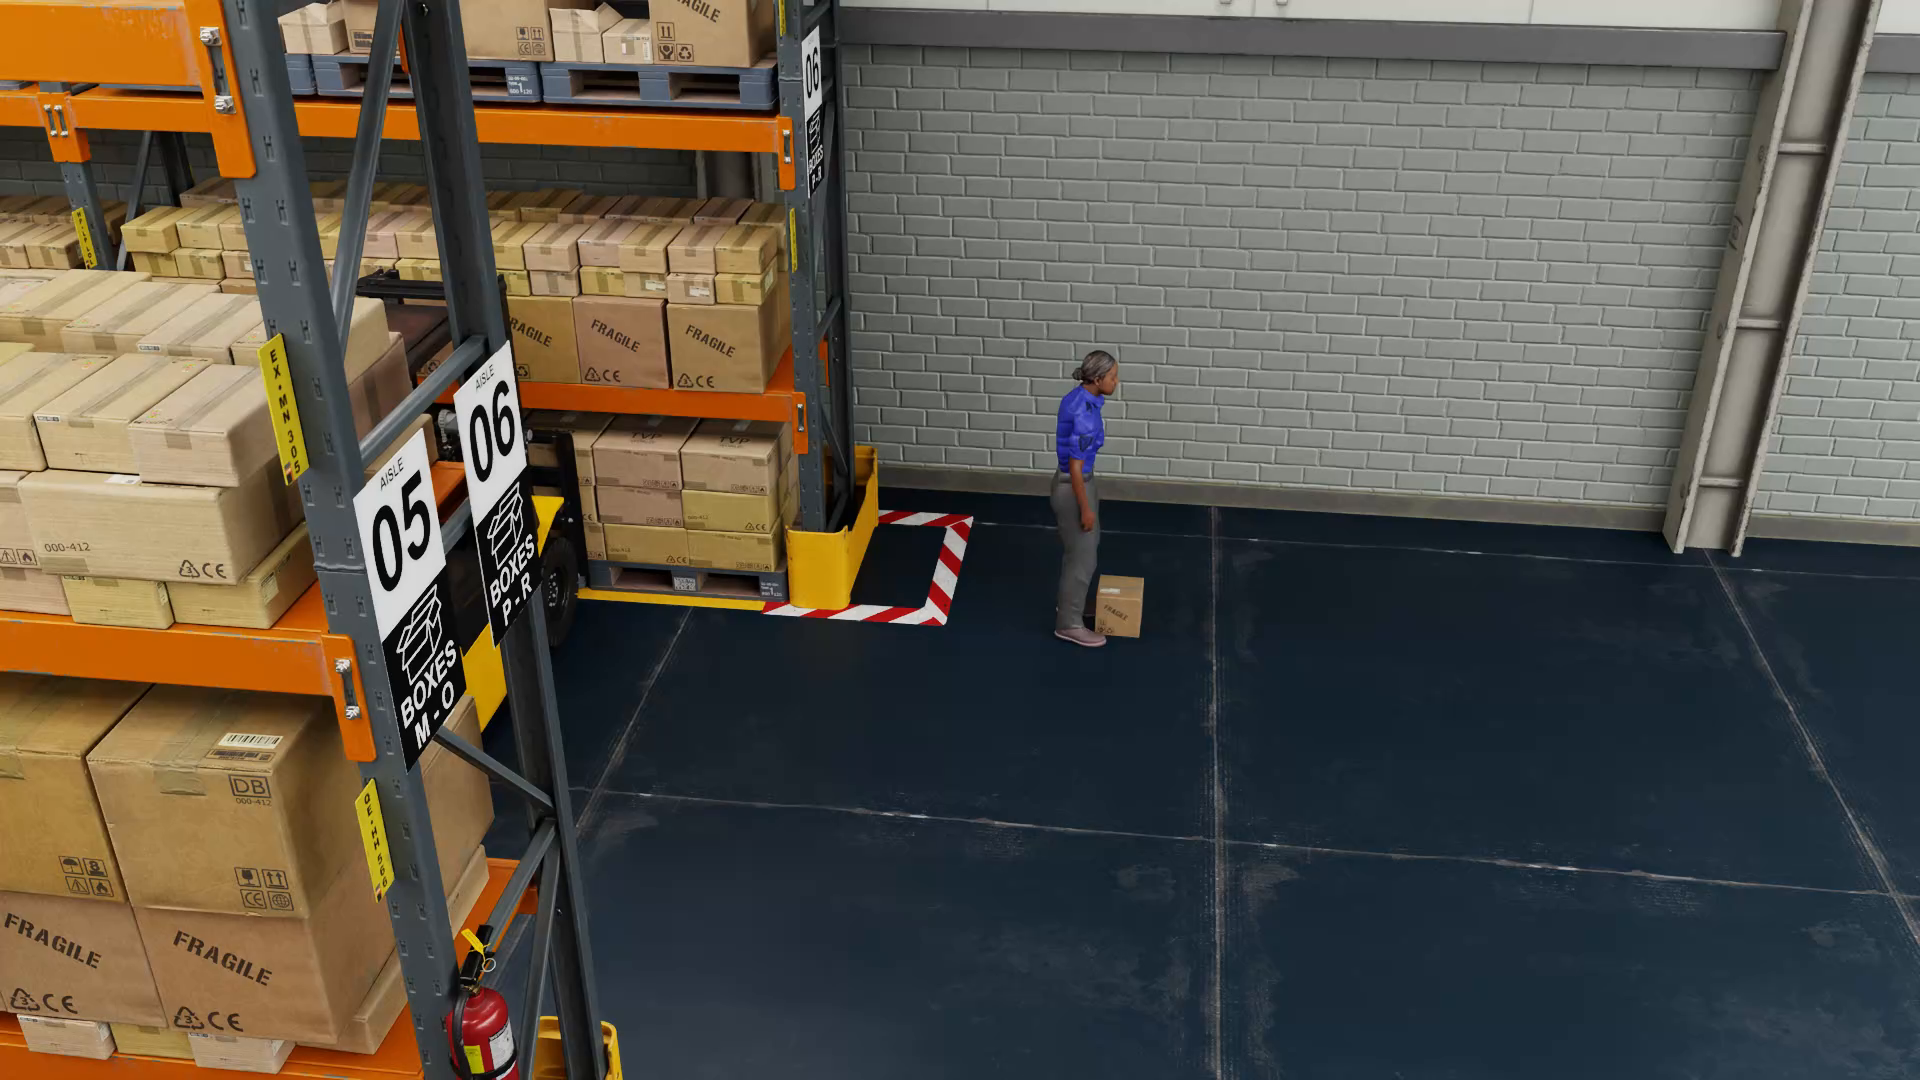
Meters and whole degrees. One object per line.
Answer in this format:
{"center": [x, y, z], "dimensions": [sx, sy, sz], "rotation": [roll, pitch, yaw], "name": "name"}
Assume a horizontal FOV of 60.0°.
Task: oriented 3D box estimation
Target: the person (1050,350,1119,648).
{"center": [0.668, -0.251, 9.091], "dimensions": [0.350, 1.653, 0.527], "rotation": [2, 29, 3], "name": "person"}
